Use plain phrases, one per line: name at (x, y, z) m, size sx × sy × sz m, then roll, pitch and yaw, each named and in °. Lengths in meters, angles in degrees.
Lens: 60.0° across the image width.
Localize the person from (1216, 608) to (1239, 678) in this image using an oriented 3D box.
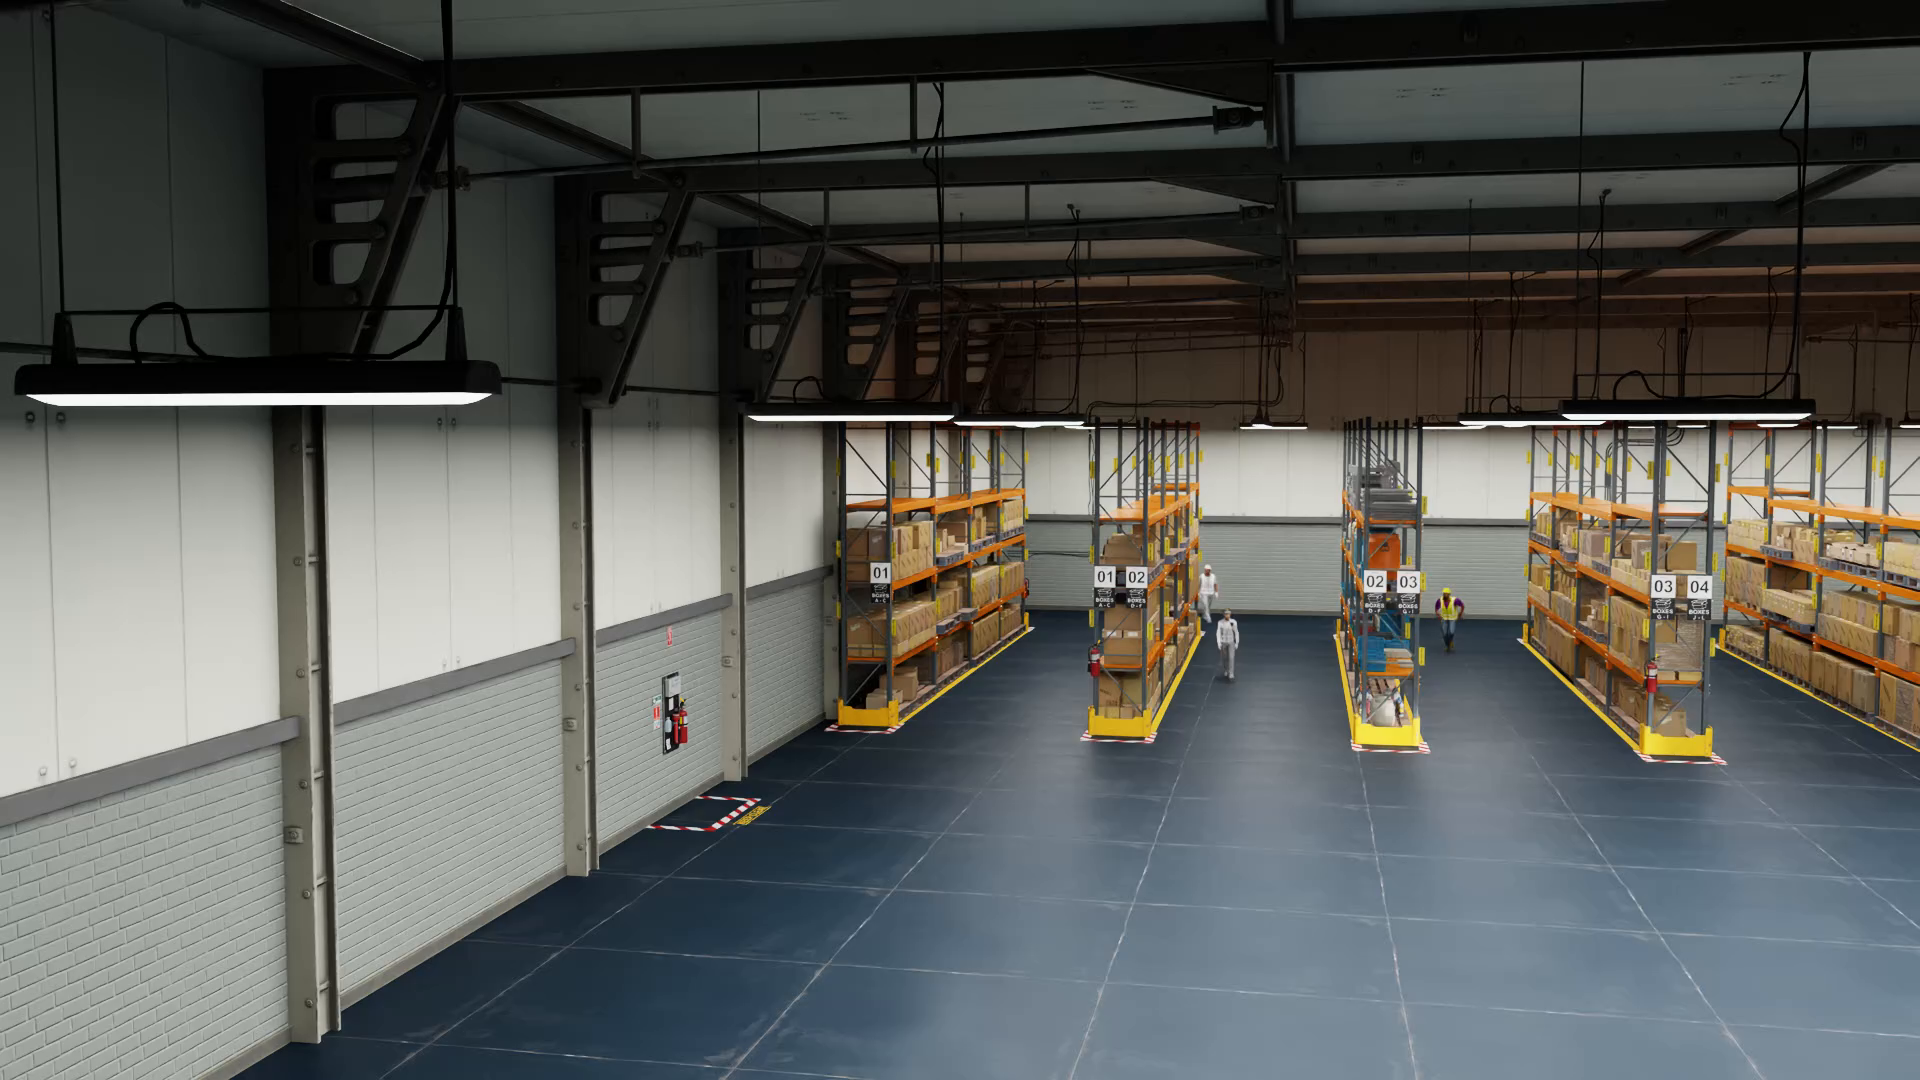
person at (6.187, 2.386, 38.514) m, size 0.505 × 1.625 × 0.991 m, roll 1°, pitch 4°, yaw 17°

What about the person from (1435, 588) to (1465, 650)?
person at (12.809, 2.070, 43.507) m, size 0.753 × 1.663 × 0.686 m, roll 1°, pitch 4°, yaw 19°

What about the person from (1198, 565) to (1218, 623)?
person at (7.441, 1.605, 49.895) m, size 0.542 × 1.723 × 1.136 m, roll -1°, pitch 4°, yaw -14°
